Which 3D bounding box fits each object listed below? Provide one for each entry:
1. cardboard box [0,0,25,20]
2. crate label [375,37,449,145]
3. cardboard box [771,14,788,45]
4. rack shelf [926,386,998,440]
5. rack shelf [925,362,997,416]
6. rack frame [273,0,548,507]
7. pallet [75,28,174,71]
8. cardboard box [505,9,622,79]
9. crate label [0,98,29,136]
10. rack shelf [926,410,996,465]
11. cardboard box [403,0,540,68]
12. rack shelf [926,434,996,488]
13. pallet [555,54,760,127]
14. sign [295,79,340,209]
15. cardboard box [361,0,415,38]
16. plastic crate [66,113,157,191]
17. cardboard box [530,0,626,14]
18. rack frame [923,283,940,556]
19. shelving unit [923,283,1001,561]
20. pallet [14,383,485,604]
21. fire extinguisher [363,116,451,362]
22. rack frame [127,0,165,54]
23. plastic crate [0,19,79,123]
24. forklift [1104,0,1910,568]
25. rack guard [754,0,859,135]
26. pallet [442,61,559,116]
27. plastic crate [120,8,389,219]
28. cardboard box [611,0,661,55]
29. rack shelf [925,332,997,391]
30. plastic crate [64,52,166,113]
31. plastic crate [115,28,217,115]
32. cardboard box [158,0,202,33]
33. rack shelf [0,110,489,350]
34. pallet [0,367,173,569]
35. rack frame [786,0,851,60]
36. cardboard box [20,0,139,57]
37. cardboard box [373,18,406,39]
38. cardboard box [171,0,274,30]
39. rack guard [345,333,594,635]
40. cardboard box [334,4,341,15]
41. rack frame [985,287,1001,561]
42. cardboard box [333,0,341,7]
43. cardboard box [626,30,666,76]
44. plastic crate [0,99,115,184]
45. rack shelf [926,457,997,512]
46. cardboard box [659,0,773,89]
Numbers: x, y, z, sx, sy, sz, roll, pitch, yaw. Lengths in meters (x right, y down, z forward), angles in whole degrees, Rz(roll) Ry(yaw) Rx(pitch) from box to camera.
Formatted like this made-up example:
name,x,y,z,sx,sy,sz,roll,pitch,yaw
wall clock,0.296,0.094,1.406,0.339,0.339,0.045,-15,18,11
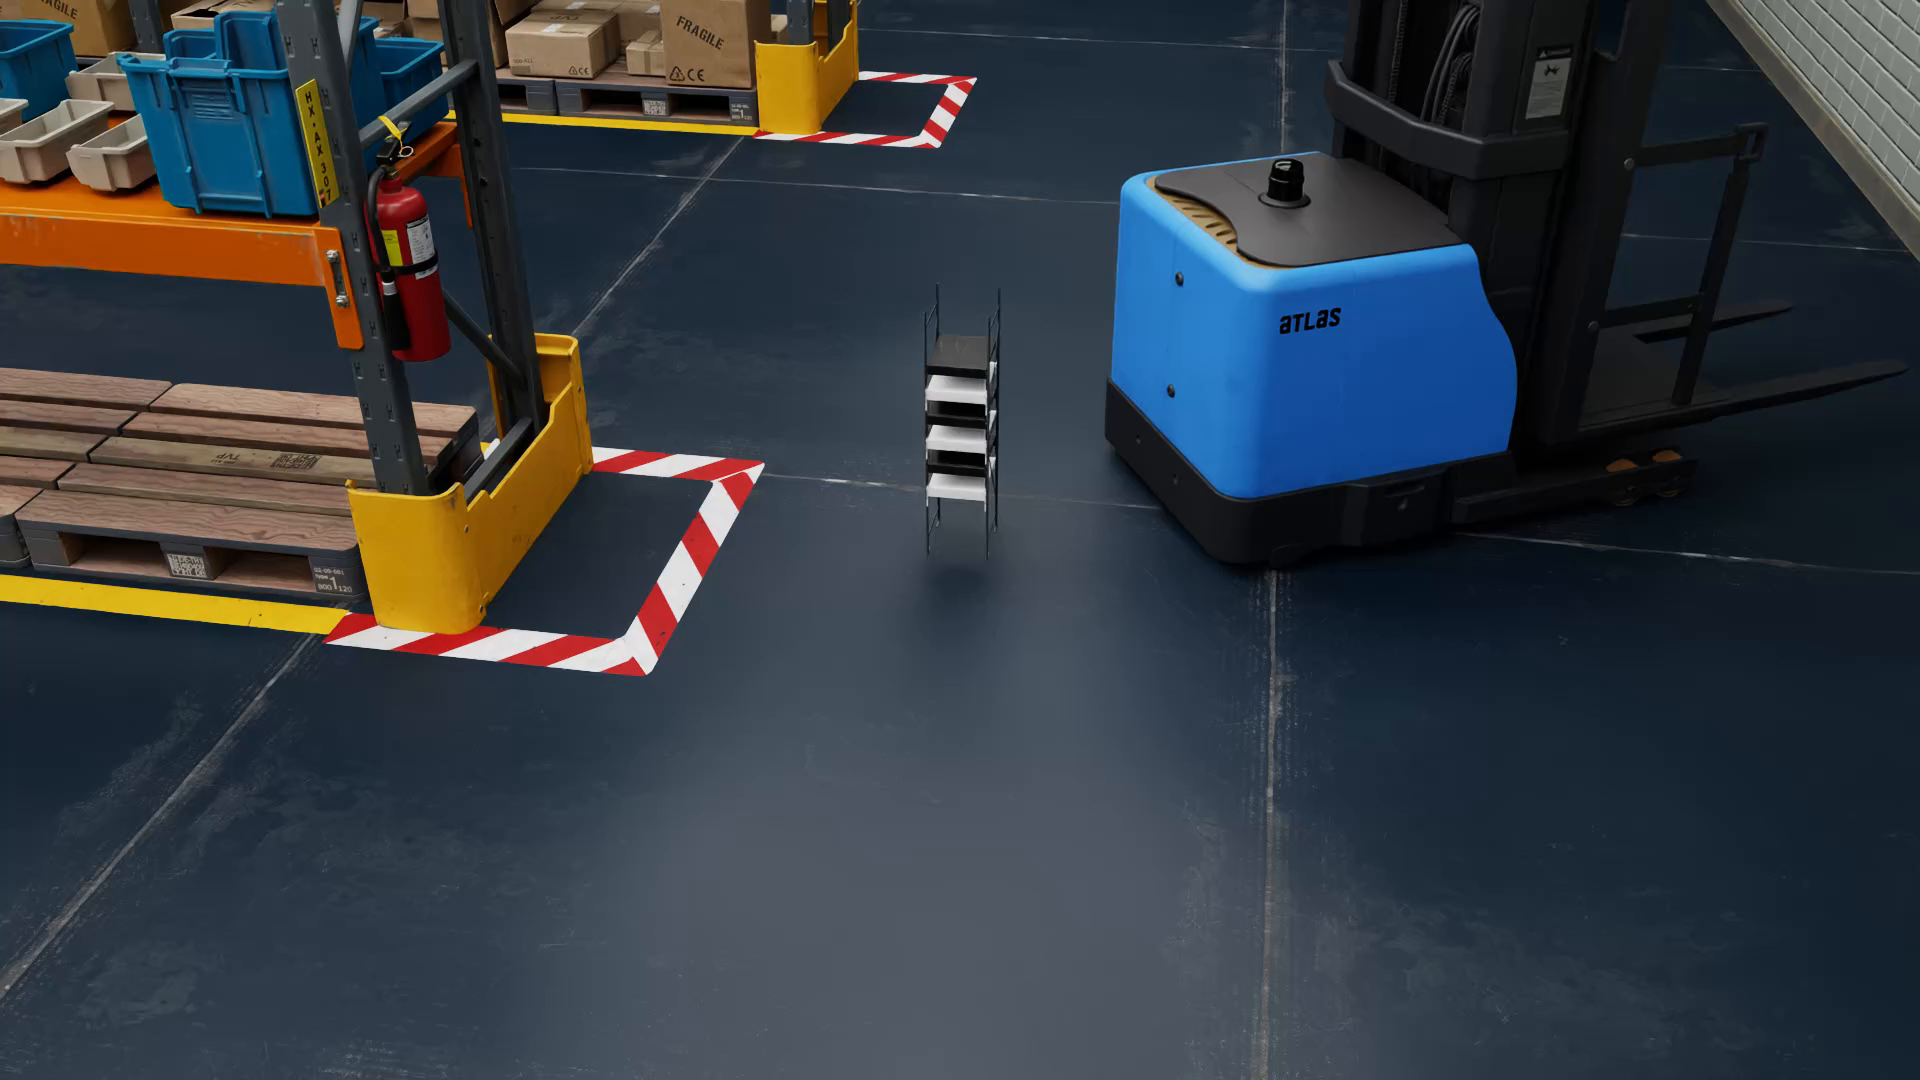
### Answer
name,x,y,z,sx,sy,sz,roll,pitch,yaw
cardboard box,-5.774,-3.299,10.135,0.500,0.500,0.500,5,32,8
crate label,-1.835,-1.431,5.310,0.303,0.233,0.416,5,32,8
cardboard box,-1.165,-3.068,10.096,0.250,0.149,0.380,5,32,8
rack shelf,0.008,-0.429,5.480,0.200,0.077,0.258,5,32,8
rack shelf,0.008,-0.505,5.432,0.200,0.077,0.258,5,32,8
rack frame,-1.647,-1.282,4.971,0.127,3.000,1.000,5,32,8
pallet,-5.561,-3.100,10.504,1.213,0.211,1.003,5,32,8
cardboard box,-2.319,-2.914,9.755,0.500,0.250,0.500,5,32,8
crate label,-3.044,-1.219,5.063,0.243,0.136,0.396,5,32,8
rack shelf,0.008,-0.352,5.528,0.200,0.077,0.258,5,32,8
cardboard box,-2.900,-3.193,9.962,0.637,0.503,0.797,5,32,8
rack shelf,0.008,-0.276,5.576,0.200,0.077,0.258,5,32,8
pallet,-1.671,-2.768,9.973,1.213,0.211,1.003,5,32,8
sign,-1.724,-1.062,4.466,0.005,0.325,0.100,5,32,8
cardboard box,-3.405,-3.307,10.325,0.500,0.311,0.500,5,32,8
plastic crate,-2.482,-1.174,4.990,0.243,0.136,0.396,5,32,8
cardboard box,-2.284,-3.180,10.179,0.500,0.250,0.500,5,32,8
rack frame,-0.092,-0.390,5.525,0.006,0.900,0.240,5,32,8
shelving unit,0.008,-0.381,5.510,0.210,0.900,0.258,5,32,8
pallet,-2.454,-0.194,5.861,1.213,0.211,1.003,5,32,8
fire extinguisher,-1.575,-0.840,4.689,0.183,0.674,0.296,5,32,8
rack frame,-4.753,-4.229,9.680,0.127,3.000,1.000,5,32,8
plastic crate,-3.133,-1.548,5.498,0.300,0.233,0.416,5,32,8
forklift,2.115,-1.616,5.569,3.031,2.935,1.130,-11,34,-16
rack guard,-0.885,-2.820,9.784,0.348,0.500,1.175,5,32,8
pallet,-2.870,-2.878,10.149,1.213,0.211,1.003,5,32,8
plastic crate,-2.009,-1.255,4.838,0.499,0.435,0.616,5,32,8
cardboard box,-1.791,-3.135,10.108,0.500,0.250,0.500,5,32,8
rack shelf,0.008,-0.581,5.384,0.200,0.077,0.258,5,32,8
plastic crate,-2.806,-1.522,5.547,0.298,0.136,0.250,5,32,8
plastic crate,-2.484,-1.490,5.404,0.300,0.233,0.416,5,32,8
cardboard box,-5.189,-3.527,10.499,0.500,0.500,0.500,4,32,6
rack shelf,-3.619,-1.156,5.447,4.000,0.370,1.077,5,32,8
pallet,-3.653,-0.304,6.037,1.213,0.211,1.003,5,32,8
rack frame,-0.810,-3.872,9.109,0.127,3.000,1.000,5,32,8
cardboard box,-5.288,-3.251,10.057,0.500,0.500,0.500,5,32,8
cardboard box,-3.521,-2.992,9.959,0.250,0.166,0.380,5,32,8
cardboard box,-4.376,-3.126,10.036,0.500,0.311,0.500,5,32,8
rack guard,-1.621,-0.227,5.642,0.348,0.500,1.175,5,32,8
cardboard box,-3.764,-3.303,10.472,0.250,0.149,0.380,5,32,8
rack frame,0.108,-0.372,5.496,0.006,0.900,0.240,5,32,8
cardboard box,-4.144,-3.454,10.382,0.500,0.500,0.500,5,32,8
cardboard box,-1.772,-2.861,9.749,0.250,0.166,0.380,5,32,8
plastic crate,-2.765,-1.207,5.044,0.243,0.136,0.396,5,32,8
rack shelf,0.008,-0.200,5.623,0.200,0.077,0.258,5,32,8
cardboard box,-1.388,-2.919,9.528,0.500,0.500,0.500,5,32,8
